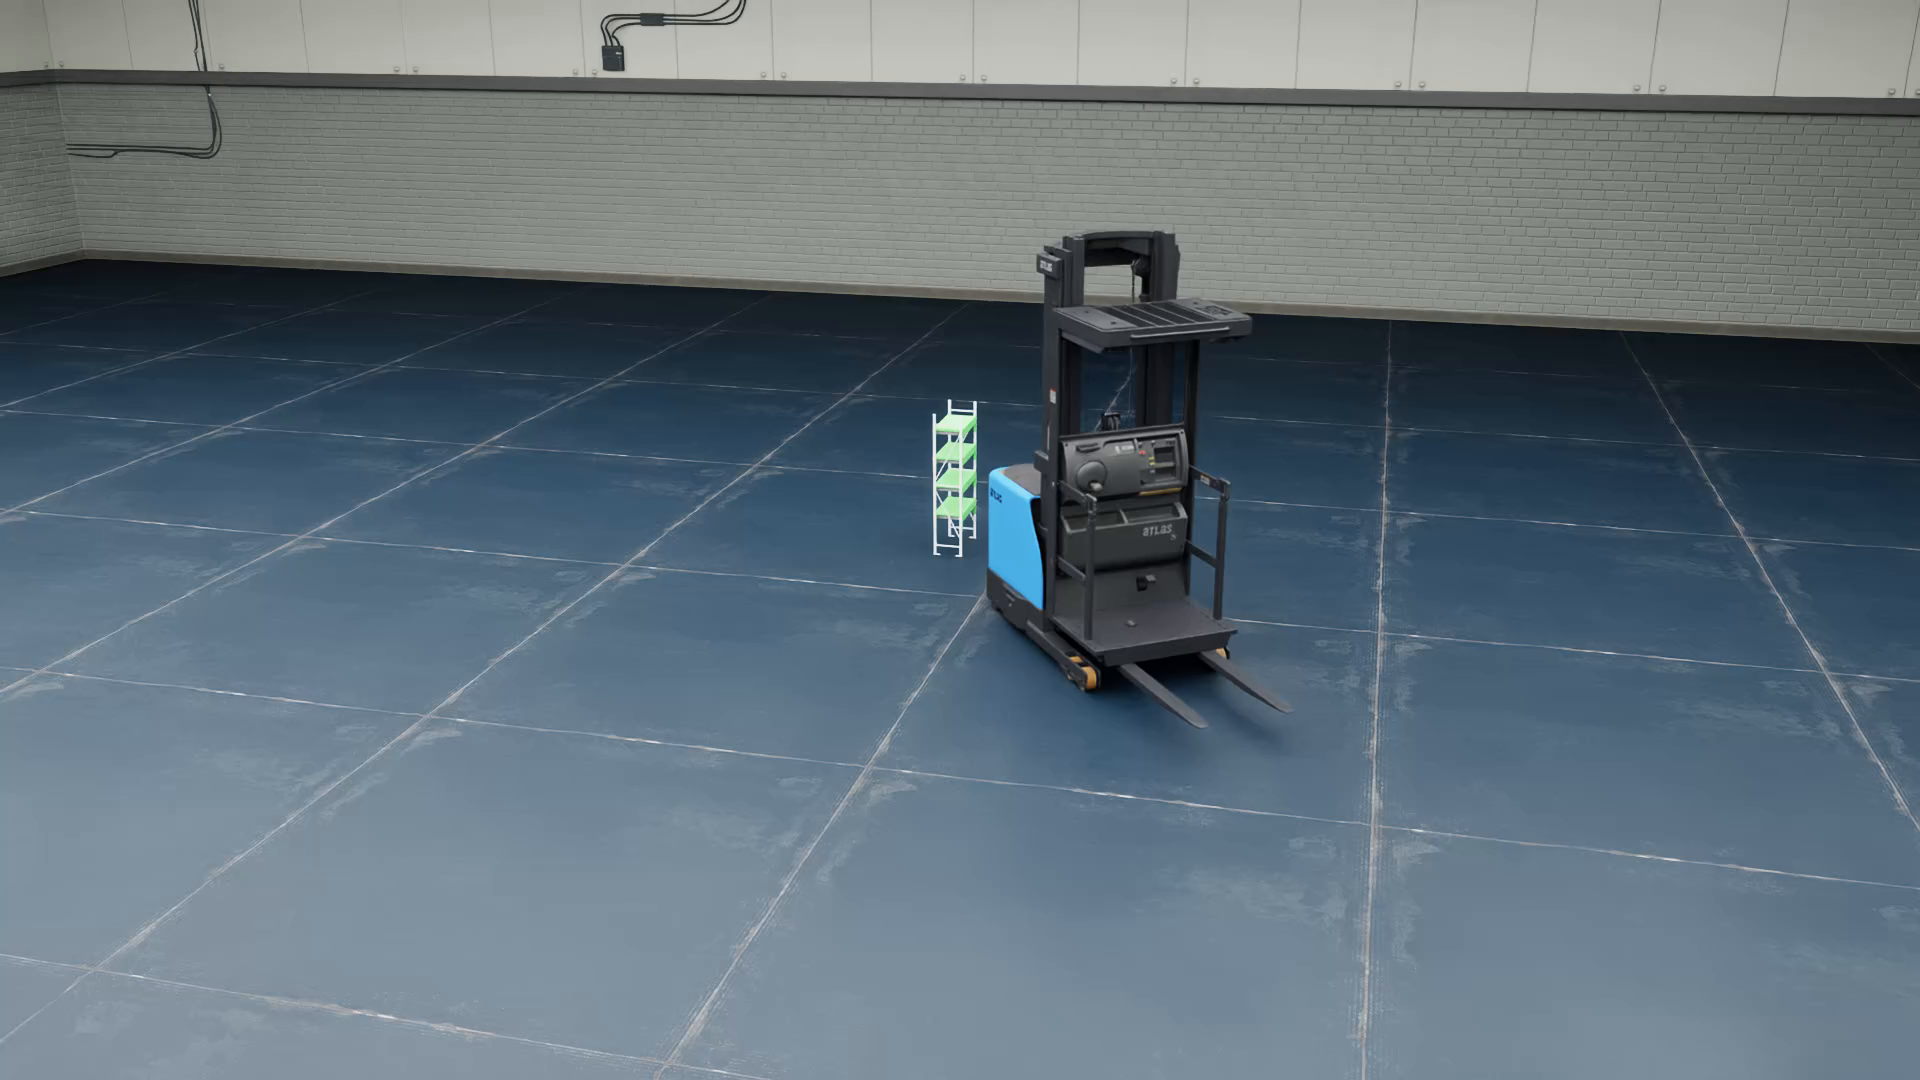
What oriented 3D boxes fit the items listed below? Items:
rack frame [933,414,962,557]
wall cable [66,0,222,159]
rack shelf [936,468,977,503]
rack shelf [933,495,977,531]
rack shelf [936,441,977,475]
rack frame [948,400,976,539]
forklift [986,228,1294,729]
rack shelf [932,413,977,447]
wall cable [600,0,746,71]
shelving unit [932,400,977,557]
[{"bbox_3d":[-0.100,-0.439,13.618,0.240,1.200,0.015,5,19,13],"label":"rack frame"},{"bbox_3d":[-13.393,-7.432,26.830,3.097,2.526,0.112,5,19,13],"label":"wall cable"},{"bbox_3d":[-0.040,-0.455,13.862,0.258,0.148,0.480,5,19,13],"label":"rack shelf"},{"bbox_3d":[-0.040,-0.228,13.940,0.258,0.148,0.480,5,19,13],"label":"rack shelf"},{"bbox_3d":[-0.040,-0.683,13.785,0.258,0.148,0.480,5,19,13],"label":"rack shelf"},{"bbox_3d":[0.019,-0.592,14.066,0.240,1.200,0.015,5,19,13],"label":"rack frame"},{"bbox_3d":[1.217,-0.522,11.182,1.130,2.935,3.031,-7,20,-20],"label":"forklift"},{"bbox_3d":[-0.040,-0.910,13.707,0.258,0.148,0.480,5,19,13],"label":"rack shelf"},{"bbox_3d":[-4.191,-9.757,23.568,2.305,6.003,0.169,5,19,13],"label":"wall cable"},{"bbox_3d":[-0.040,-0.516,13.842,0.258,1.200,0.503,5,19,13],"label":"shelving unit"}]
